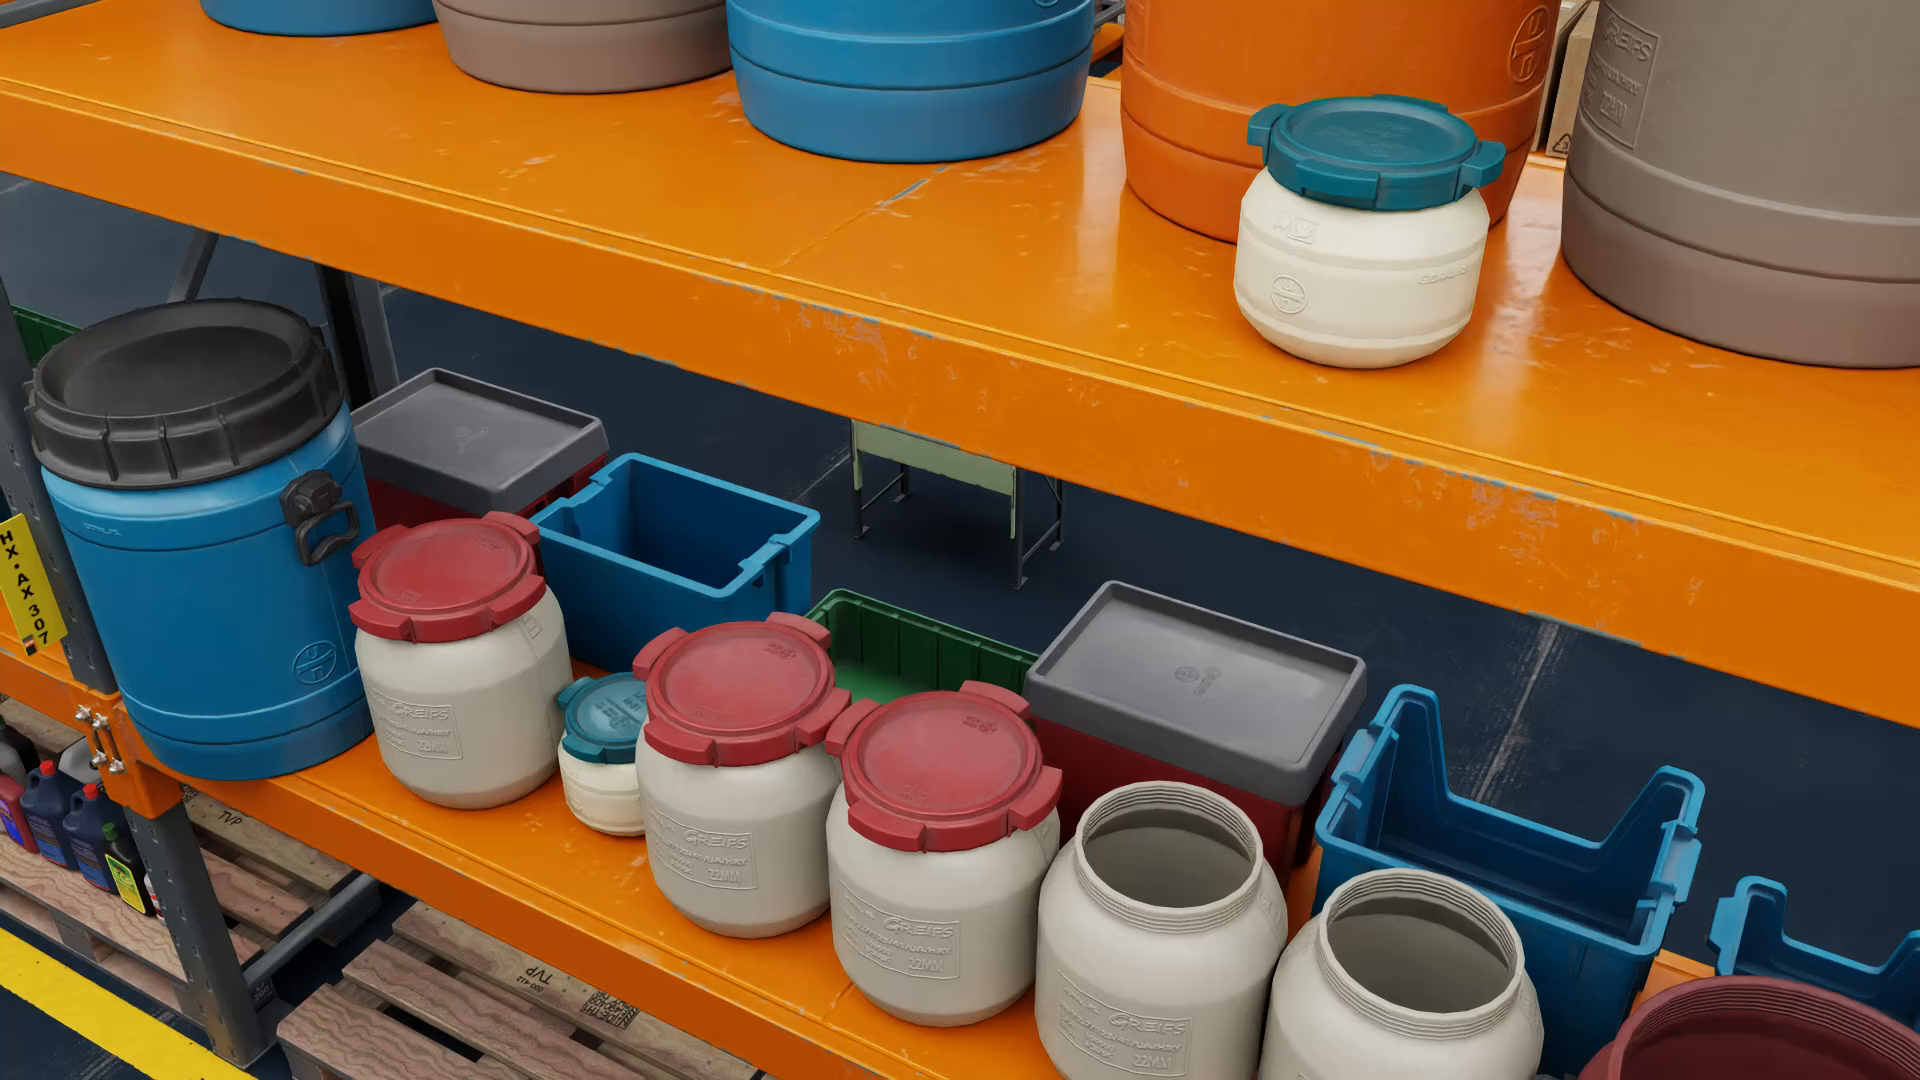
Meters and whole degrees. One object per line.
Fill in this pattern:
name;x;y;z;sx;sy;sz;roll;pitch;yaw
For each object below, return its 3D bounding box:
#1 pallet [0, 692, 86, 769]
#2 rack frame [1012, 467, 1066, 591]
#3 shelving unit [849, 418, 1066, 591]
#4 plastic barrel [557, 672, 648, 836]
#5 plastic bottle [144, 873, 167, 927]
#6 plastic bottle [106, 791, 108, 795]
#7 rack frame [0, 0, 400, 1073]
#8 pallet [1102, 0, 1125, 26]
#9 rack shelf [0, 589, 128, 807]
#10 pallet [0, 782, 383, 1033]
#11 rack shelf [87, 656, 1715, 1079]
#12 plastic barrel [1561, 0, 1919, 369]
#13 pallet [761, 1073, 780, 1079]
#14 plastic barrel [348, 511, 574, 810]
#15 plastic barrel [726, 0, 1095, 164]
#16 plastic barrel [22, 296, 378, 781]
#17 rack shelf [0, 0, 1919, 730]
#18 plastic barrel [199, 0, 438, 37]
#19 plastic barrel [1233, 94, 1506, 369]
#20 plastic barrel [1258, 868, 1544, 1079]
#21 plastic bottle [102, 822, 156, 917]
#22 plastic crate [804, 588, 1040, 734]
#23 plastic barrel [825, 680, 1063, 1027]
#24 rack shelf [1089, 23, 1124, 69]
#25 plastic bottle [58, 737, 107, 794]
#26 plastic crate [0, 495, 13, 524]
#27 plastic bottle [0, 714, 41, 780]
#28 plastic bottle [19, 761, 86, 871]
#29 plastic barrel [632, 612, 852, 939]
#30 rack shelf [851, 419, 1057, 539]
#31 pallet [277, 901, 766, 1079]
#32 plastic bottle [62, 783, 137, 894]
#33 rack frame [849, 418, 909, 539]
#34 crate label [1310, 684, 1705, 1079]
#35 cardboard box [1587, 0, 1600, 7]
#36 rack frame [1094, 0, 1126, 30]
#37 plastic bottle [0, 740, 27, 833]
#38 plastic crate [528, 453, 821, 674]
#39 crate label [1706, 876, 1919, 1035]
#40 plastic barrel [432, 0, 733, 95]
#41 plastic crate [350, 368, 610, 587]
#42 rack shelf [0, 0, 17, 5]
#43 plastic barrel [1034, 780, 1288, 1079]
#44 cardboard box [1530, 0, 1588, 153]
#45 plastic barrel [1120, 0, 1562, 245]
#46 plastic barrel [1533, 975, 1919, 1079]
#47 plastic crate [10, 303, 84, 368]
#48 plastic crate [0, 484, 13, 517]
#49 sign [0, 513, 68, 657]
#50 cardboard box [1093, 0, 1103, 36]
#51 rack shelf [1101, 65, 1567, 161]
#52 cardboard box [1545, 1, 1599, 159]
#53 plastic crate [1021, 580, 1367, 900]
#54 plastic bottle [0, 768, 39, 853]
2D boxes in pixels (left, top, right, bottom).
pallet;-3.391;0.575;5.695;1.213;0.211;1.003;18;37;24
rack frame;0.312;-0.525;6.186;0.023;1.500;0.400;18;37;24
shelving unit;-0.006;-0.626;6.337;0.755;1.500;0.431;18;37;24
plastic barrel;-0.692;0.450;3.493;0.301;0.262;0.301;0;34;0
plastic bottle;-2.234;0.986;4.690;0.097;0.201;0.097;0;34;0
plastic bottle;-2.396;0.766;4.886;0.185;0.351;0.144;18;37;24
rack frame;-1.765;-0.046;4.112;0.127;3.000;1.000;18;37;24
pallet;1.487;-4.155;12.799;1.213;0.211;1.003;18;37;24
rack shelf;-3.501;-0.296;5.137;4.000;0.370;1.077;18;37;24
pallet;-2.327;0.910;5.192;1.213;0.211;1.003;18;37;24
rack shelf;-0.028;0.804;3.485;4.000;0.370;1.077;18;37;24
plastic barrel;1.103;-0.733;1.986;0.600;0.901;0.600;0;34;0
pallet;0.000;1.647;4.086;1.213;0.211;1.003;18;37;24
plastic barrel;-1.043;0.267;3.521;0.433;0.535;0.433;0;34;0
plastic barrel;-0.080;-1.108;2.548;0.708;0.901;0.600;18;37;24
plastic barrel;-1.580;-0.002;3.595;0.708;0.901;0.600;18;37;24
rack shelf;-0.028;-0.445;2.654;4.000;0.370;1.077;18;37;24
plastic barrel;-1.216;-1.467;3.089;0.708;0.901;0.600;18;37;24
plastic barrel;0.488;-0.374;2.024;0.301;0.262;0.301;0;34;0
plastic barrel;0.709;0.828;2.700;0.421;0.512;0.421;0;34;0
plastic bottle;-2.346;0.928;4.703;0.133;0.283;0.061;20;38;27
plastic crate;-0.113;0.386;3.656;0.662;0.188;0.450;18;37;24
plastic barrel;-0.030;0.587;3.039;0.433;0.535;0.433;0;34;0
rack shelf;-1.040;-2.679;8.715;4.000;0.370;1.077;18;37;24
plastic bottle;-2.582;0.736;4.999;0.135;0.276;0.152;18;37;24
plastic crate;-2.860;-0.157;4.414;0.616;0.251;0.499;18;37;24
plastic bottle;-2.886;0.666;5.098;0.133;0.283;0.061;18;37;24
plastic bottle;-2.634;0.783;4.861;0.185;0.351;0.144;16;37;22
plastic barrel;-0.406;0.468;3.218;0.433;0.535;0.433;0;34;0
rack shelf;-0.006;-0.355;6.518;0.720;0.370;0.431;18;37;24
pallet;-1.064;1.312;4.589;1.213;0.211;1.003;18;37;24
plastic bottle;-2.467;0.836;4.782;0.185;0.351;0.144;17;37;23
rack frame;-0.324;-0.727;6.488;0.023;1.500;0.400;18;37;24
crate label;0.980;0.636;3.056;0.616;0.435;0.502;18;37;24
cardboard box;4.272;-3.643;11.373;0.500;0.500;0.700;17;37;23
rack frame;0.696;-2.428;7.690;0.127;3.000;1.000;18;37;24
plastic bottle;-2.914;0.694;4.995;0.185;0.351;0.144;17;37;24
plastic crate;-0.653;0.115;3.886;0.575;0.384;0.392;18;37;24
crate label;1.528;0.828;2.951;0.416;0.233;0.303;18;37;24
plastic barrel;-0.648;-1.287;2.818;0.600;0.901;0.600;0;34;0
plastic crate;-1.193;-0.086;4.115;0.583;0.464;0.402;18;37;24
rack shelf;-3.501;-1.545;4.306;4.000;0.370;1.077;18;37;24
plastic barrel;0.343;0.712;2.874;0.421;0.512;0.421;0;34;0
cardboard box;2.247;-1.968;6.909;0.500;0.500;0.500;18;38;24
plastic barrel;0.535;-0.883;2.276;0.708;0.830;0.600;18;37;24
plastic barrel;1.155;1.016;2.395;0.708;0.536;0.600;18;37;24
plastic crate;-2.803;-0.466;4.935;0.662;0.188;0.450;18;37;24
plastic crate;-2.156;-0.225;4.437;0.504;0.338;0.767;18;37;24
sign;-2.047;0.101;3.642;0.005;0.325;0.100;18;37;24
cardboard box;0.308;-2.589;7.841;0.500;0.500;0.700;17;37;23
rack shelf;2.433;-1.579;7.063;4.000;0.370;1.077;18;37;24
cardboard box;2.704;-1.823;6.692;0.500;0.500;0.500;16;37;22
plastic crate;0.457;0.436;3.331;0.583;0.464;0.402;18;37;24
plastic bottle;-2.796;0.786;4.917;0.133;0.283;0.061;20;39;27
